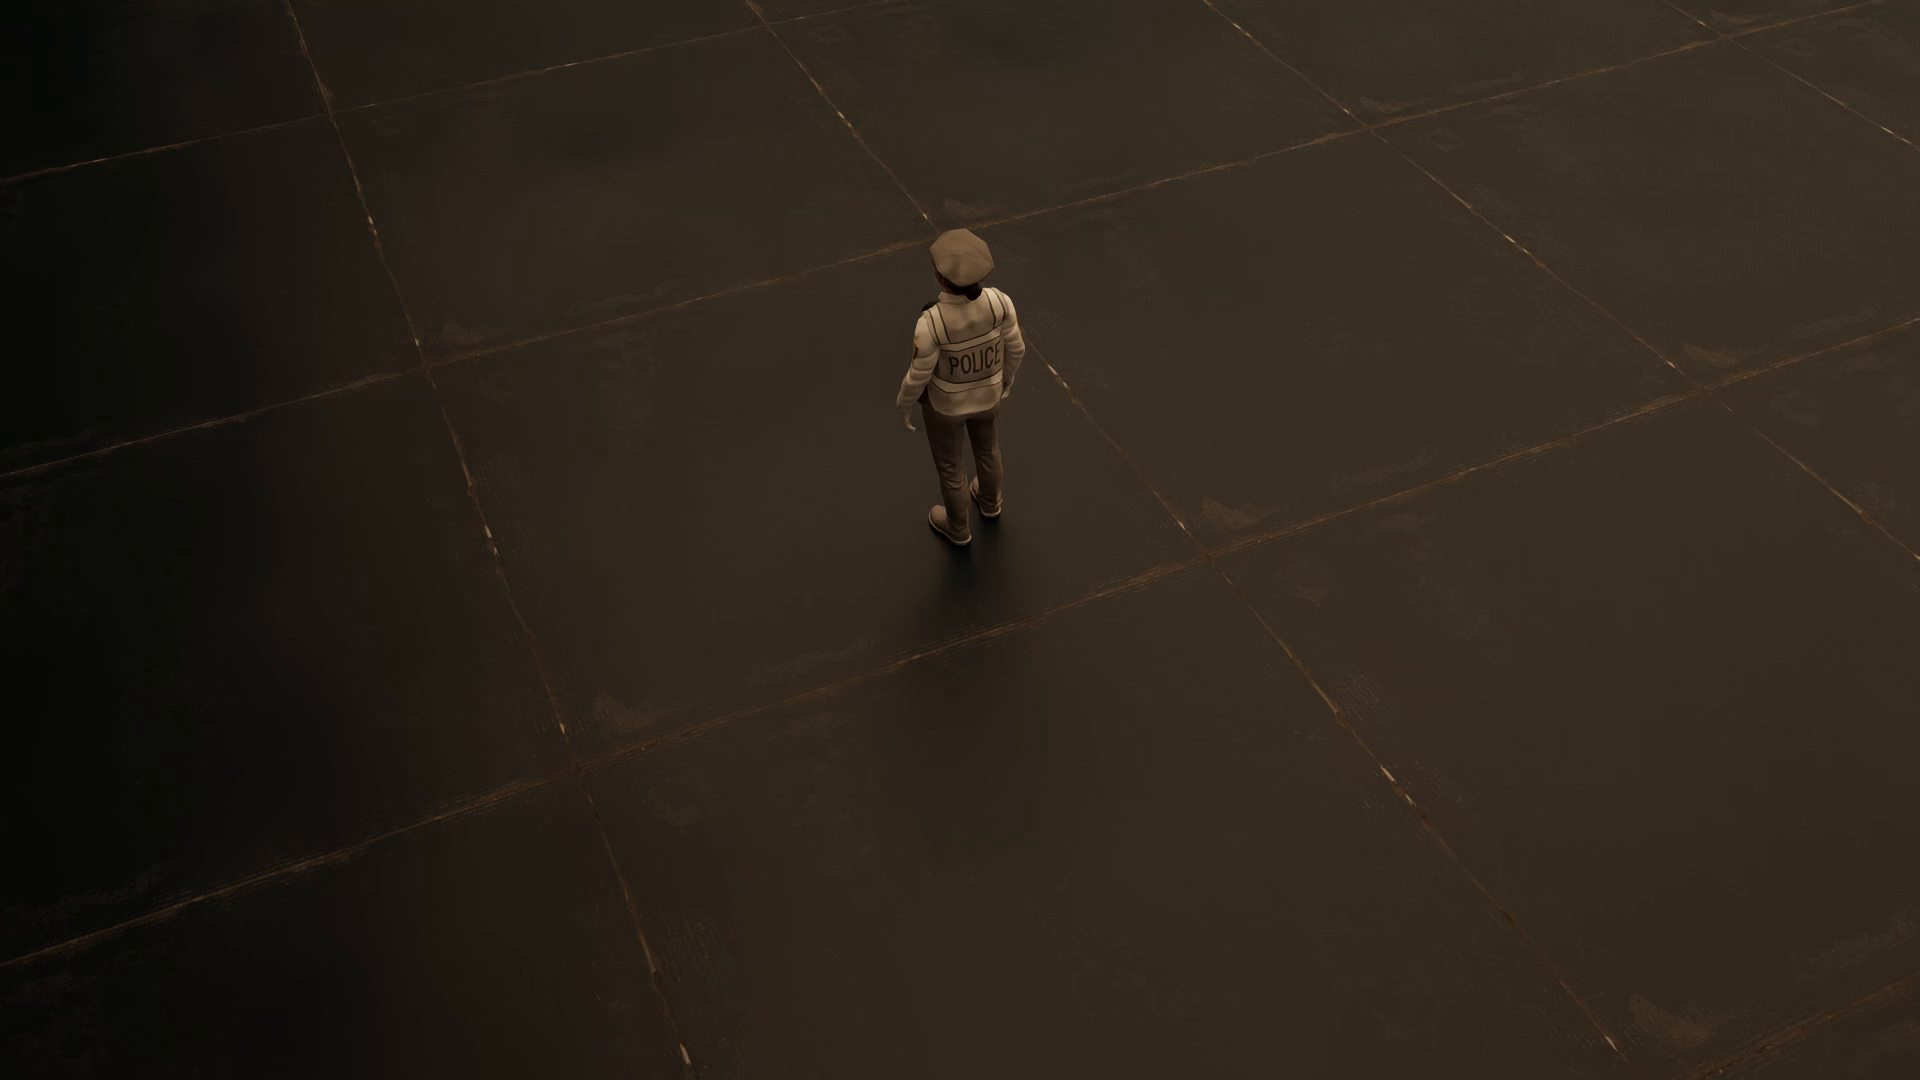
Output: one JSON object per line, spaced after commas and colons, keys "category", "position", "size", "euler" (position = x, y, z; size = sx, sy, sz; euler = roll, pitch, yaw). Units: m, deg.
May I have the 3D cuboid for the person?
{"category": "person", "position": [-0.022, -0.669, 7.293], "size": [0.586, 1.694, 0.530], "euler": [-18, 46, -18]}
